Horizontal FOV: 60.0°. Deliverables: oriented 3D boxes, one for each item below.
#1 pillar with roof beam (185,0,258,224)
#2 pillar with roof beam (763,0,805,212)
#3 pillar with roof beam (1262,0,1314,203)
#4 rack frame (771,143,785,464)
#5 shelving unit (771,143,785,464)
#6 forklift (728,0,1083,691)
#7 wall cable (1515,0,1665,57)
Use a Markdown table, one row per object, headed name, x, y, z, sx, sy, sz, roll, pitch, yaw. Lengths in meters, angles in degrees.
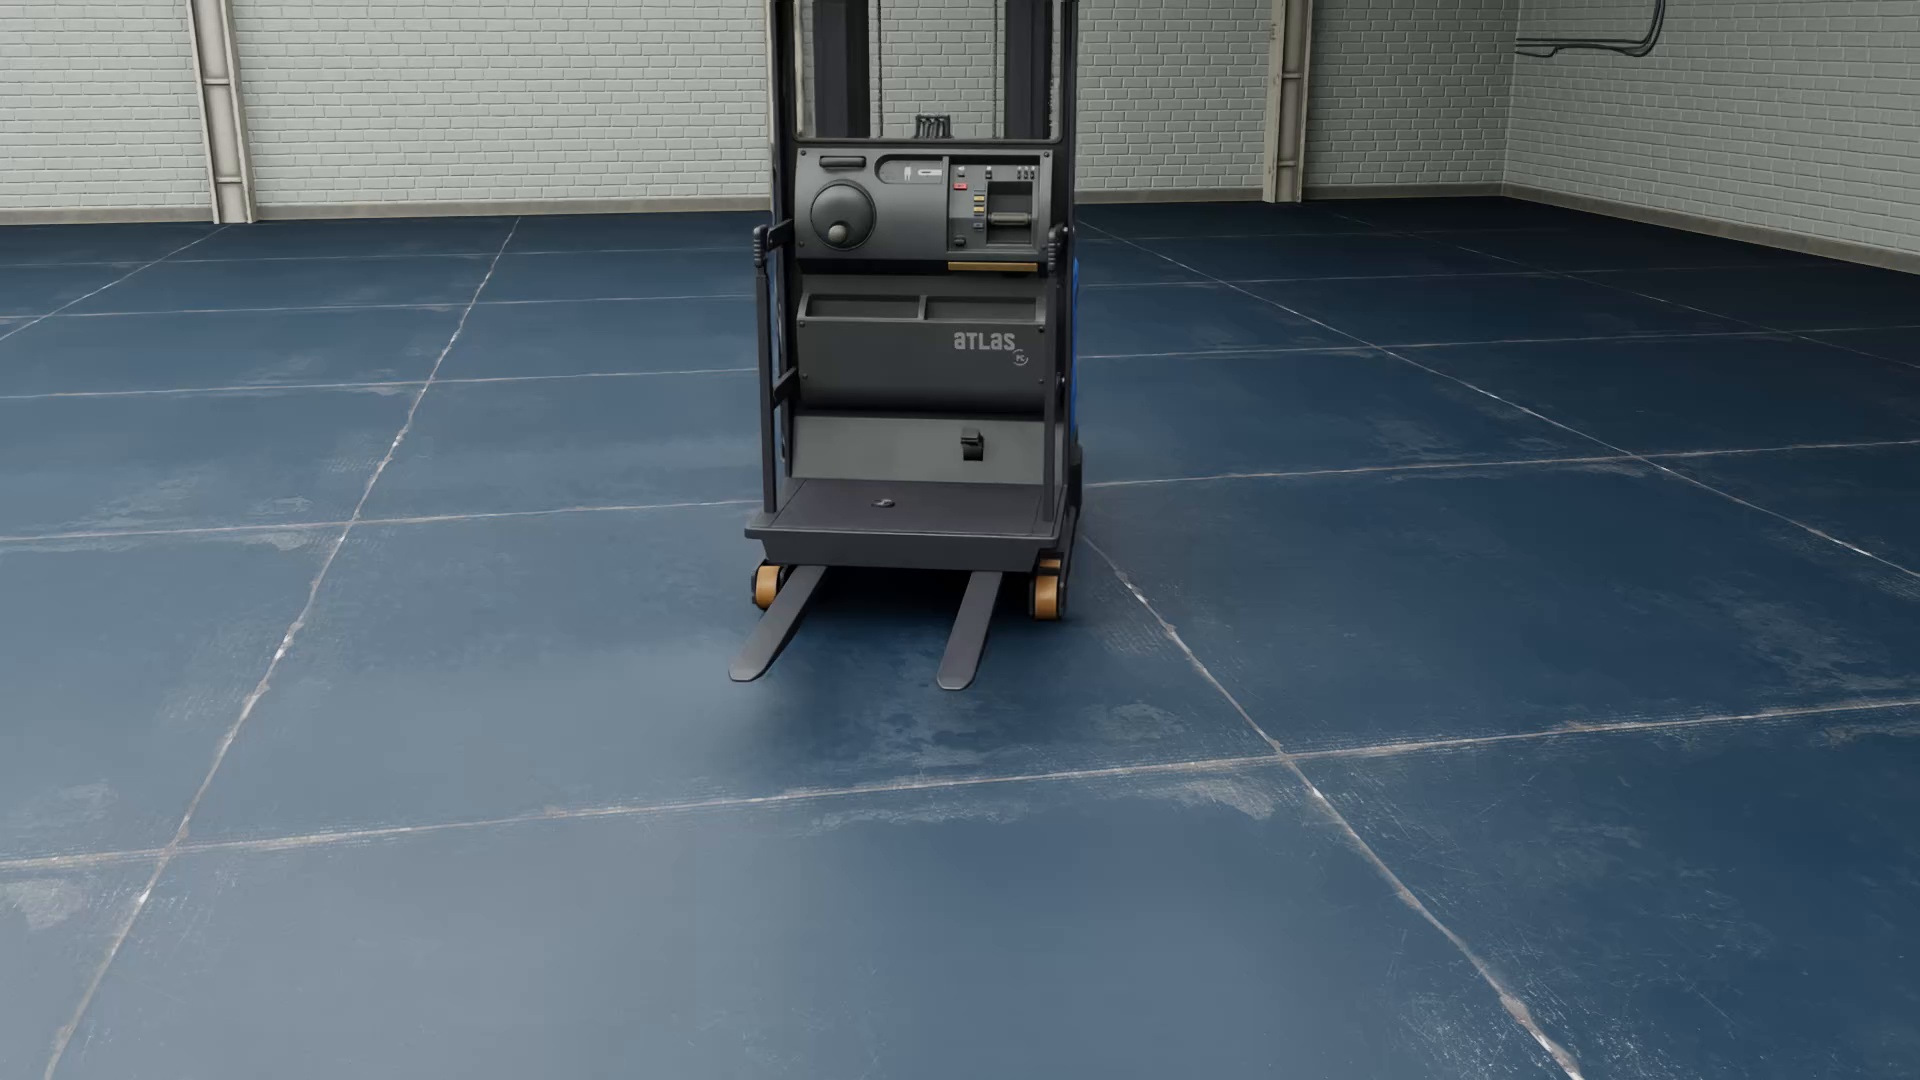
| name | x | y | z | sx | sy | sz | roll | pitch | yaw |
| --- | --- | --- | --- | --- | --- | --- | --- | --- | --- |
| pillar with roof beam | -7.049 | -6.520 | 12.713 | 0.400 | 9.000 | 9.100 | -3 | 17 | -10 |
| pillar with roof beam | -1.158 | -6.854 | 13.801 | 0.400 | 9.000 | 9.100 | -3 | 17 | -10 |
| pillar with roof beam | 4.733 | -7.188 | 14.889 | 0.400 | 9.000 | 9.100 | -3 | 17 | -10 |
| rack frame | -0.811 | -1.042 | 7.650 | 0.032 | 1.500 | 0.500 | -3 | 17 | -10 |
| shelving unit | -0.312 | -1.069 | 7.739 | 1.048 | 1.500 | 0.538 | -3 | 17 | -10 |
| forklift | -0.154 | -1.220 | 5.792 | 1.130 | 2.935 | 3.031 | 2 | 17 | 6 |
| wall cable | 7.059 | -6.728 | 18.679 | 0.112 | 2.526 | 3.097 | -3 | 17 | -10 |
